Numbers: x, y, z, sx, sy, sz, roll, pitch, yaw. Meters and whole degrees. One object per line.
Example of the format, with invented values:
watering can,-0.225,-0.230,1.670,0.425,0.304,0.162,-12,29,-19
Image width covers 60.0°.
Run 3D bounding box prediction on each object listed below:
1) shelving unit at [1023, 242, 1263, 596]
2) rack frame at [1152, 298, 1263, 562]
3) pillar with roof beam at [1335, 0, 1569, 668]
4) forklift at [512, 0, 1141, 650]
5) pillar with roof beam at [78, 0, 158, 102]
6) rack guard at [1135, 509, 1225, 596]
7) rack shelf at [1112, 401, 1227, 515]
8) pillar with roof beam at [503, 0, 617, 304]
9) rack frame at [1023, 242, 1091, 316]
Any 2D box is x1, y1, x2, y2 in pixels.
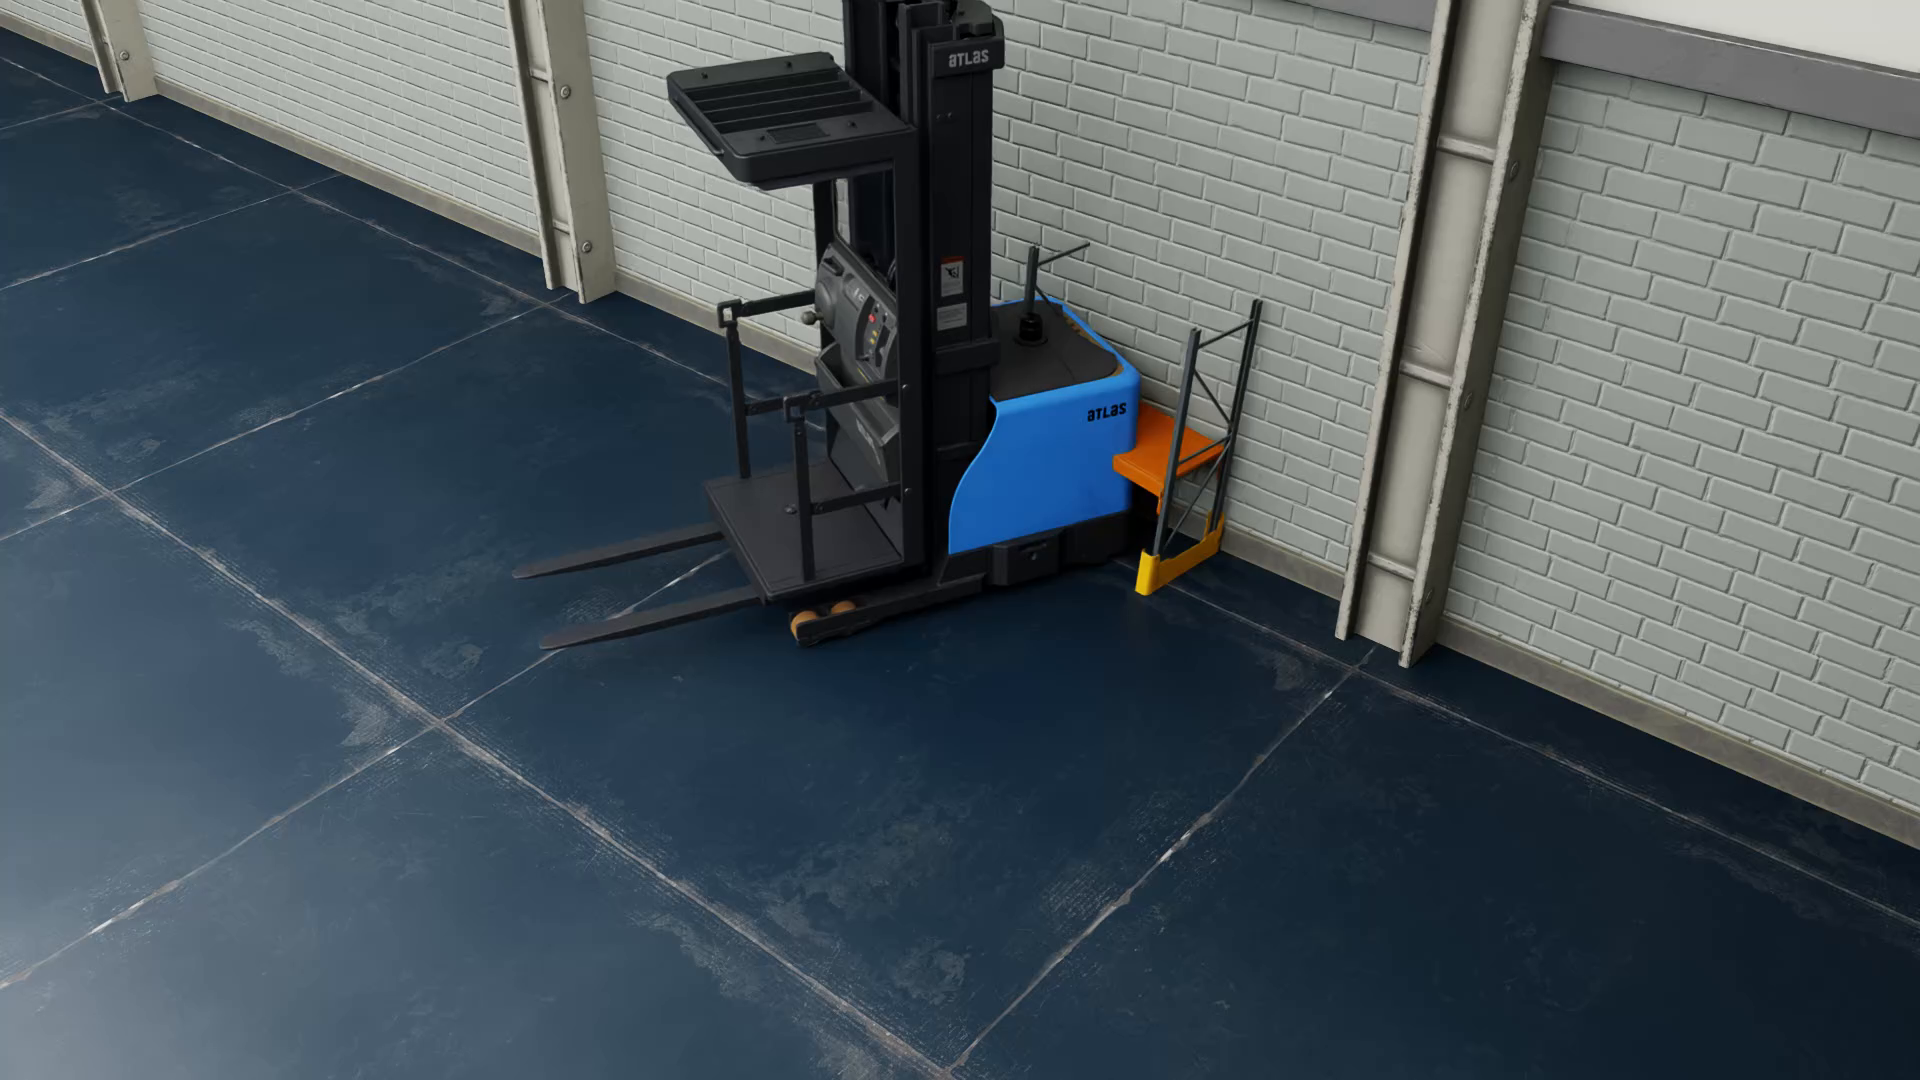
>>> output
shelving unit,0.821,-0.671,8.369,0.587,1.500,1.083,-27,47,-36
rack frame,1.179,-0.431,8.083,0.500,1.500,0.032,-27,47,-36
pillar with roof beam,-0.687,-1.365,2.789,0.400,9.000,9.100,25,42,32
forklift,-0.671,-1.041,7.677,3.031,2.935,1.130,-14,37,-19
pillar with roof beam,-9.910,-5.712,9.118,0.400,9.000,9.100,25,42,32
rack guard,1.123,0.063,8.463,0.587,0.250,0.087,-27,47,-36
rack shelf,0.815,-0.522,8.470,0.538,0.185,1.000,-27,47,-36
pillar with roof beam,-5.298,-3.539,5.954,0.400,9.000,9.100,25,42,32
rack frame,0.475,-0.903,8.645,0.500,1.500,0.032,-27,47,-36
